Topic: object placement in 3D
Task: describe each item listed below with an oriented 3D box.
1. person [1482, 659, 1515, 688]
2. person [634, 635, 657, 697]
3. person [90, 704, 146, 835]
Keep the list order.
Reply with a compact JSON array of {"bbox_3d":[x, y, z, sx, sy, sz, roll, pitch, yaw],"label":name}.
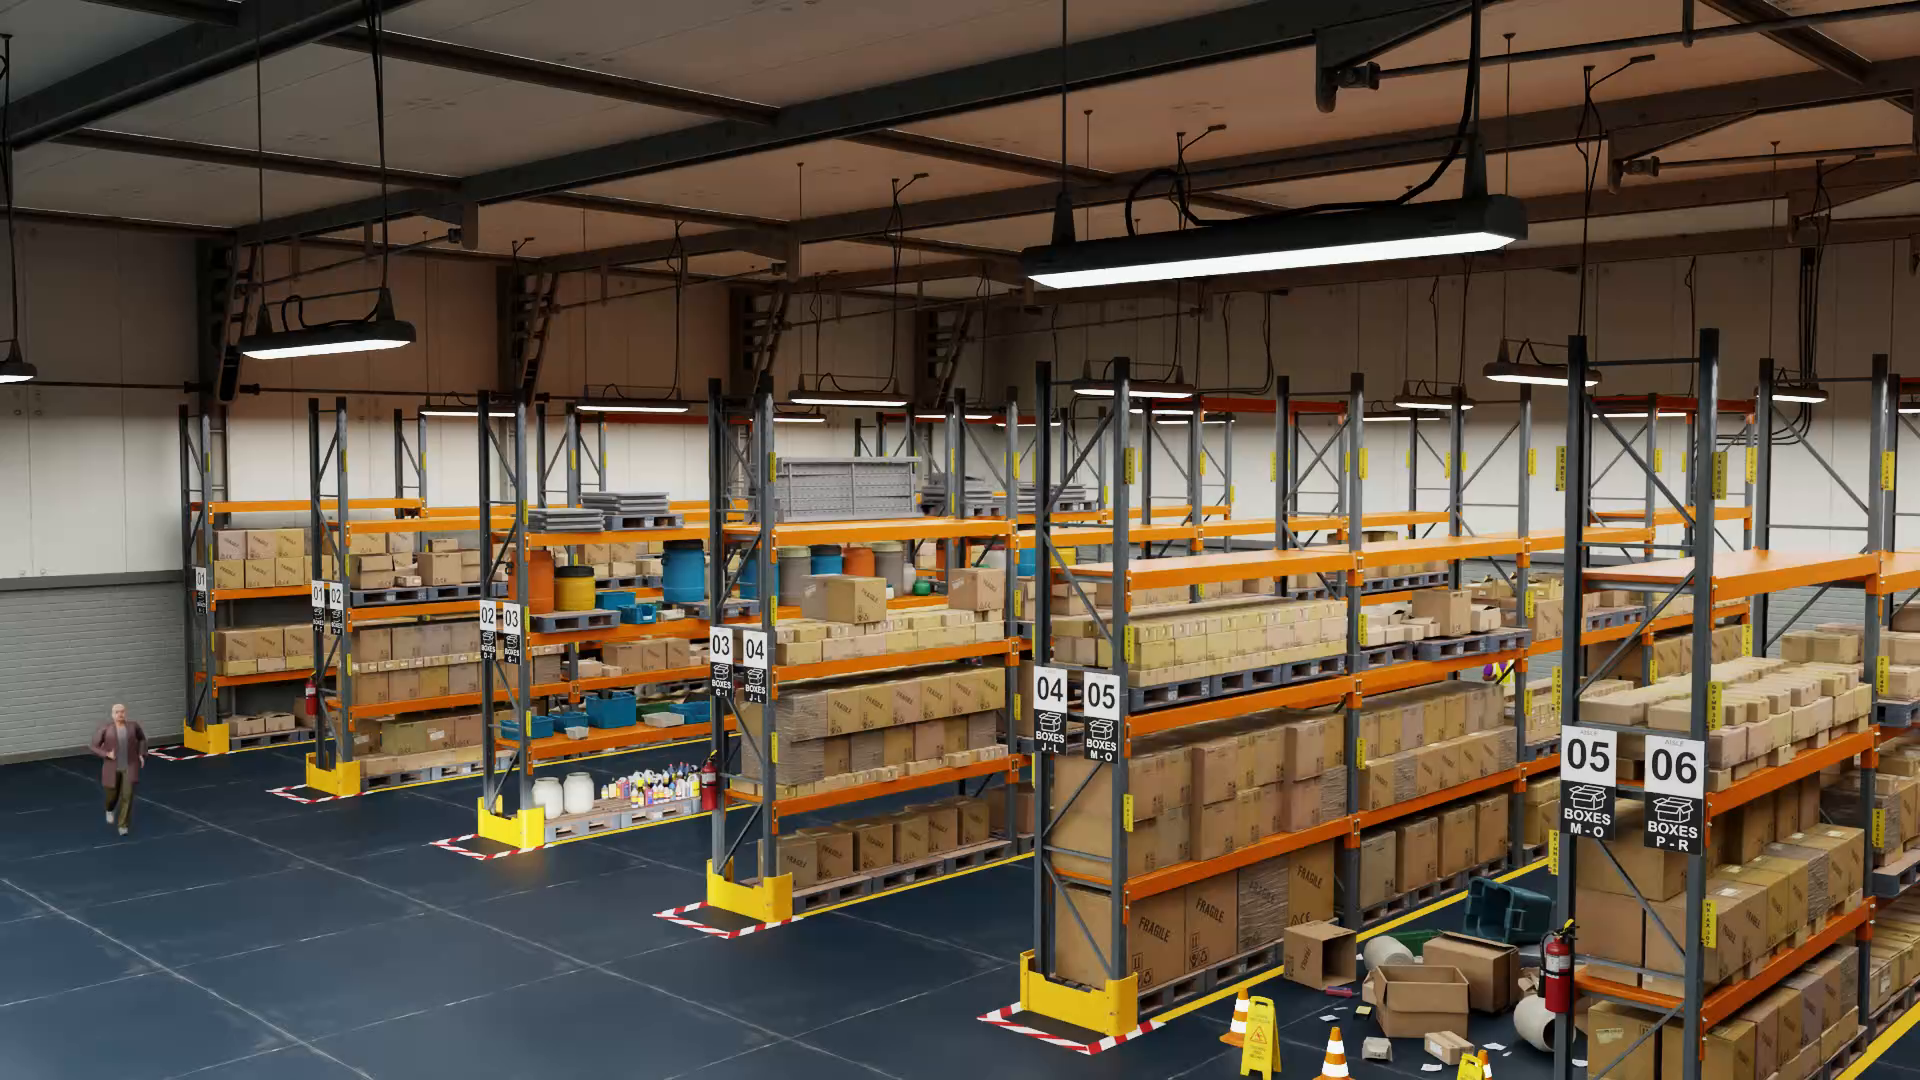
[{"bbox_3d":[9.576,2.722,29.323,0.681,1.807,0.896,1,3,26],"label":"person"},{"bbox_3d":[-5.902,2.624,31.628,0.635,1.766,0.862,3,4,41],"label":"person"},{"bbox_3d":[-11.421,3.095,22.599,0.712,1.745,0.835,-2,4,-36],"label":"person"}]
